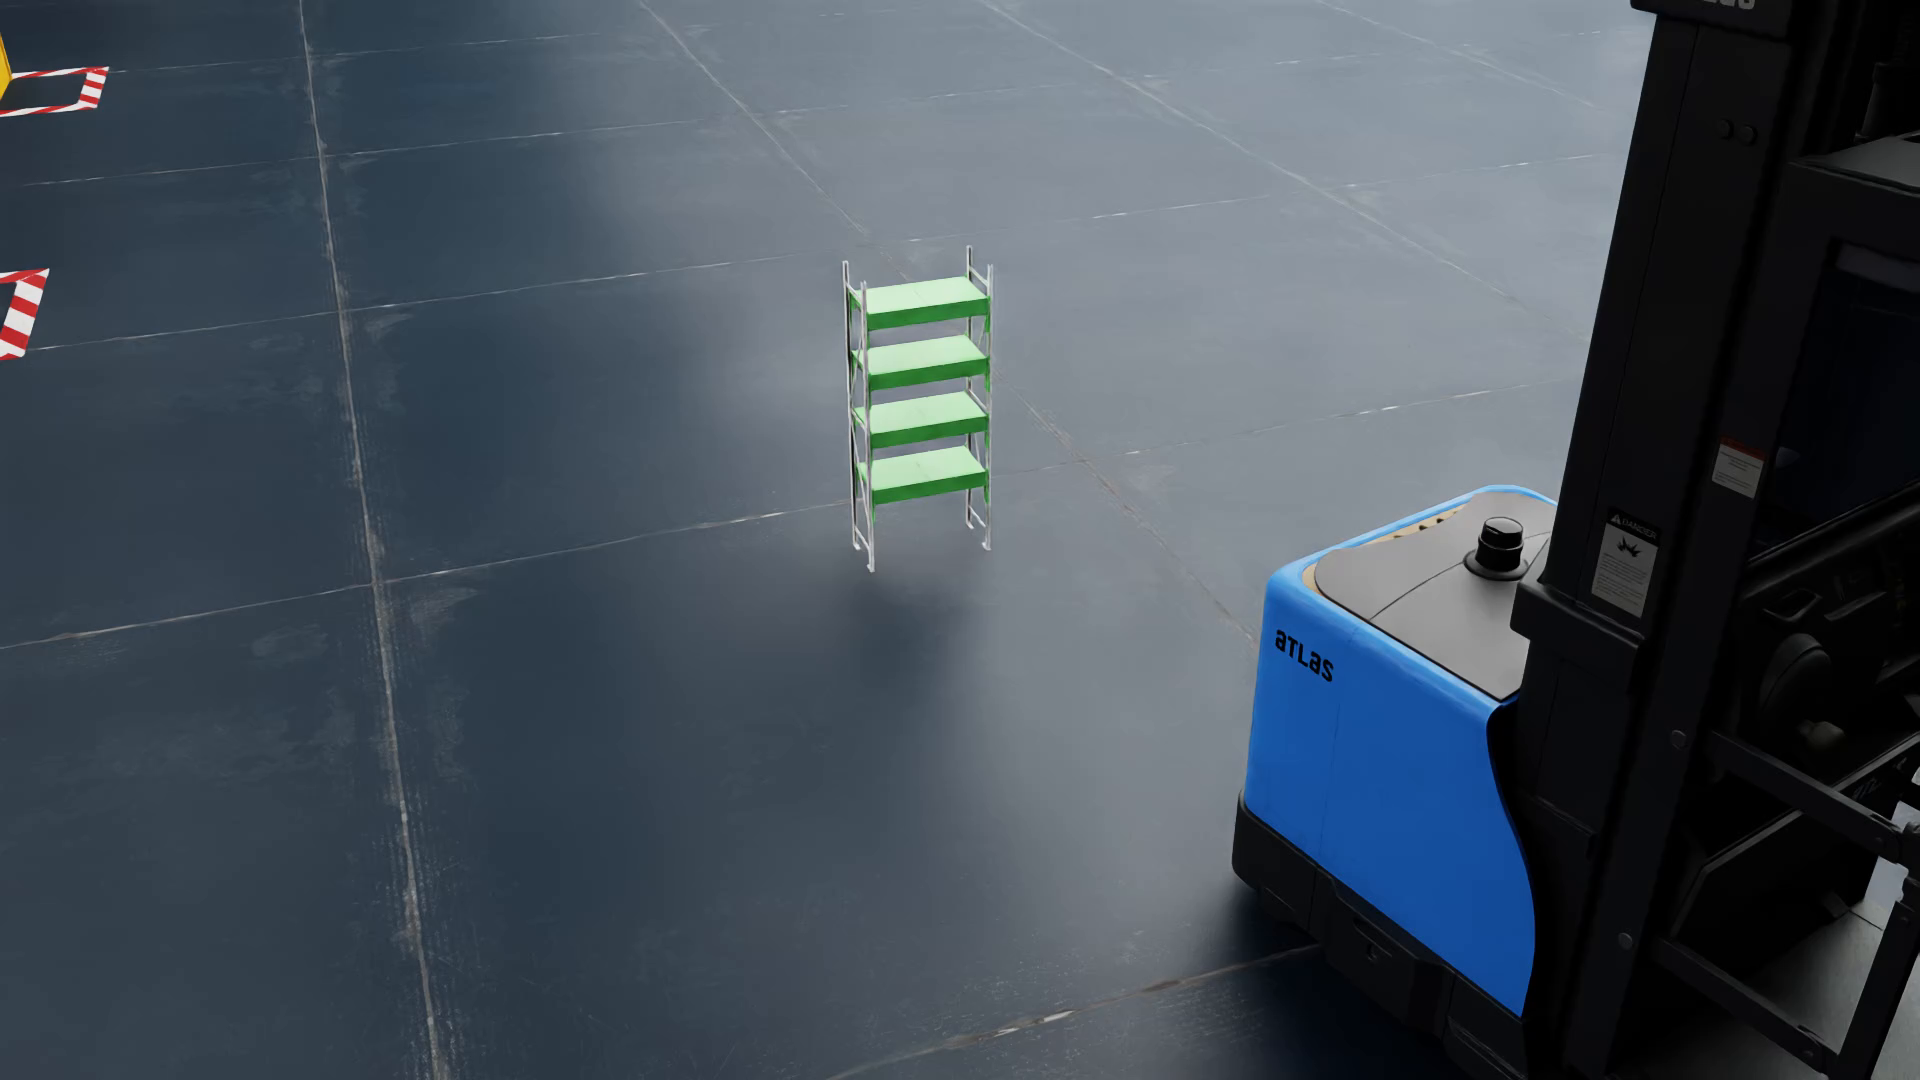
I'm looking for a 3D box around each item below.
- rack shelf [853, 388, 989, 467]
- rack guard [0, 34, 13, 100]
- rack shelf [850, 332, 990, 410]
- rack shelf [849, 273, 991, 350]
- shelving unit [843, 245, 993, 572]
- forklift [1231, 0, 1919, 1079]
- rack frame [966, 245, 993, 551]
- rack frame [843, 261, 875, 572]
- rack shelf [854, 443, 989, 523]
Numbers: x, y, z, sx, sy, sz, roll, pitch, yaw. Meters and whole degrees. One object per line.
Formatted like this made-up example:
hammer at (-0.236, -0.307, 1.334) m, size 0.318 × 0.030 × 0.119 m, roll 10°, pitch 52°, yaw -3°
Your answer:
rack shelf at (-0.155, -0.437, 6.434) m, size 0.480 × 0.148 × 0.258 m, roll -10°, pitch 31°, yaw -18°
rack guard at (-7.477, -3.599, 12.563) m, size 0.348 × 0.500 × 1.175 m, roll -10°, pitch 31°, yaw -18°
rack shelf at (-0.155, -0.646, 6.316) m, size 0.480 × 0.148 × 0.258 m, roll -10°, pitch 31°, yaw -18°
rack shelf at (-0.155, -0.854, 6.197) m, size 0.480 × 0.148 × 0.258 m, roll -10°, pitch 31°, yaw -18°
shelving unit at (-0.155, -0.493, 6.403) m, size 0.503 × 1.200 × 0.258 m, roll -10°, pitch 31°, yaw -18°
forklift at (2.050, 0.210, 3.421) m, size 1.130 × 2.935 × 3.031 m, roll -19°, pitch 35°, yaw -29°
rack frame at (0.074, -0.535, 6.477) m, size 0.015 × 1.200 × 0.240 m, roll -10°, pitch 31°, yaw -18°
rack frame at (-0.384, -0.451, 6.329) m, size 0.015 × 1.200 × 0.240 m, roll -10°, pitch 31°, yaw -18°
rack shelf at (-0.155, -0.229, 6.553) m, size 0.480 × 0.148 × 0.258 m, roll -10°, pitch 31°, yaw -18°
